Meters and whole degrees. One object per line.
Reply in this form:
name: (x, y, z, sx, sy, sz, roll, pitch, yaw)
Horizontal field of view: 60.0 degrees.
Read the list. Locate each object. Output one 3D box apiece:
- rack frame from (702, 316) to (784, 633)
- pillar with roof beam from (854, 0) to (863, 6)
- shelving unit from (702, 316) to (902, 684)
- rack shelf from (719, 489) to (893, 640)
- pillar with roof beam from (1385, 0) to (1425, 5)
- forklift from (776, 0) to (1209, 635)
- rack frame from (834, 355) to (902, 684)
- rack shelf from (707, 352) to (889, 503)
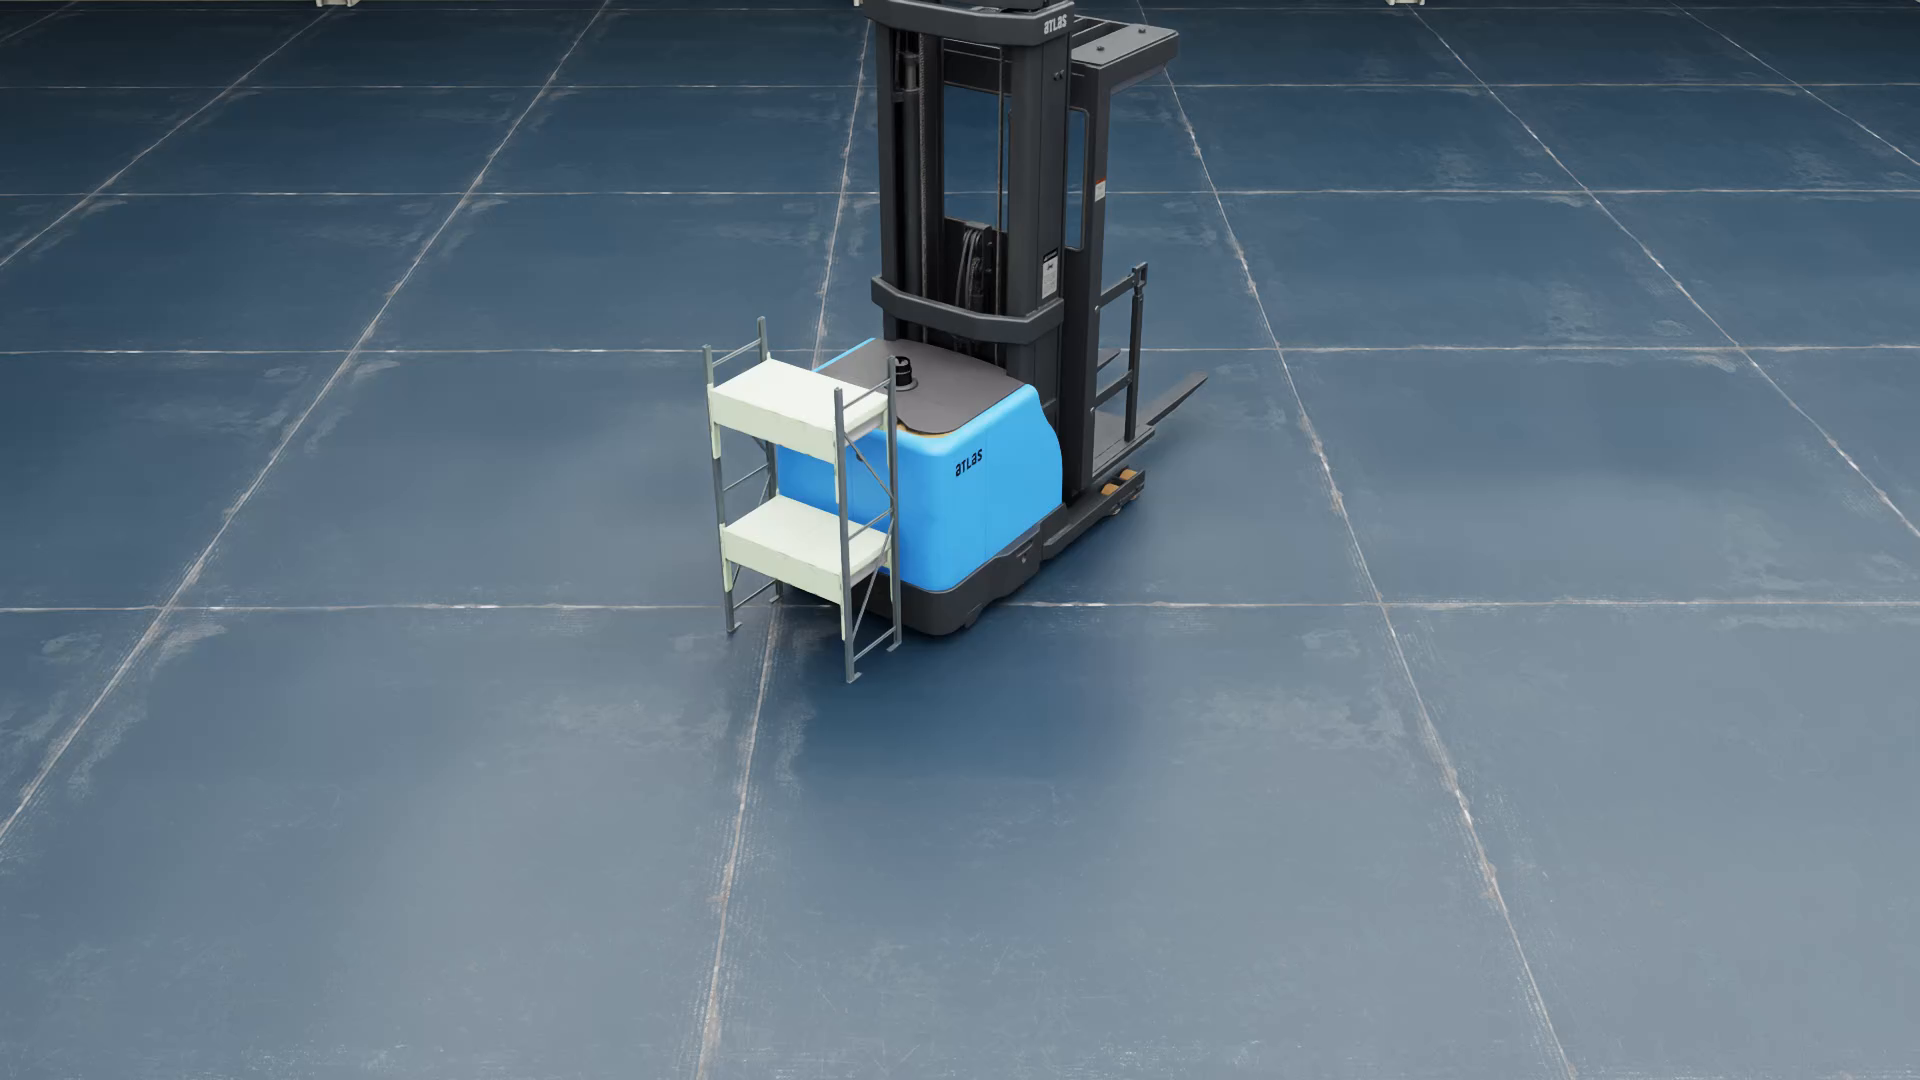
rack frame: (-1.002, -0.283, 7.771, 0.023, 1.500, 0.400, 20, 36, 29)
pillar with roof beam: (-0.964, -7.676, 12.726, 0.400, 9.000, 9.100, 0, 31, 0)
shelving unit: (-0.702, -0.175, 7.592, 0.755, 1.500, 0.431, 20, 36, 29)
rack shelf: (-0.702, 0.104, 7.761, 0.720, 0.370, 0.431, 20, 36, 29)
pillar with roof beam: (5.036, -7.695, 12.757, 0.400, 9.000, 9.100, 0, 31, 0)
forklift: (0.356, -1.518, 8.427, 1.130, 2.935, 3.031, 20, 36, 29)
rack frame: (-0.401, -0.066, 7.413, 0.023, 1.500, 0.400, 20, 36, 29)
rack shelf: (-0.702, -0.508, 7.390, 0.720, 0.370, 0.431, 20, 36, 29)
